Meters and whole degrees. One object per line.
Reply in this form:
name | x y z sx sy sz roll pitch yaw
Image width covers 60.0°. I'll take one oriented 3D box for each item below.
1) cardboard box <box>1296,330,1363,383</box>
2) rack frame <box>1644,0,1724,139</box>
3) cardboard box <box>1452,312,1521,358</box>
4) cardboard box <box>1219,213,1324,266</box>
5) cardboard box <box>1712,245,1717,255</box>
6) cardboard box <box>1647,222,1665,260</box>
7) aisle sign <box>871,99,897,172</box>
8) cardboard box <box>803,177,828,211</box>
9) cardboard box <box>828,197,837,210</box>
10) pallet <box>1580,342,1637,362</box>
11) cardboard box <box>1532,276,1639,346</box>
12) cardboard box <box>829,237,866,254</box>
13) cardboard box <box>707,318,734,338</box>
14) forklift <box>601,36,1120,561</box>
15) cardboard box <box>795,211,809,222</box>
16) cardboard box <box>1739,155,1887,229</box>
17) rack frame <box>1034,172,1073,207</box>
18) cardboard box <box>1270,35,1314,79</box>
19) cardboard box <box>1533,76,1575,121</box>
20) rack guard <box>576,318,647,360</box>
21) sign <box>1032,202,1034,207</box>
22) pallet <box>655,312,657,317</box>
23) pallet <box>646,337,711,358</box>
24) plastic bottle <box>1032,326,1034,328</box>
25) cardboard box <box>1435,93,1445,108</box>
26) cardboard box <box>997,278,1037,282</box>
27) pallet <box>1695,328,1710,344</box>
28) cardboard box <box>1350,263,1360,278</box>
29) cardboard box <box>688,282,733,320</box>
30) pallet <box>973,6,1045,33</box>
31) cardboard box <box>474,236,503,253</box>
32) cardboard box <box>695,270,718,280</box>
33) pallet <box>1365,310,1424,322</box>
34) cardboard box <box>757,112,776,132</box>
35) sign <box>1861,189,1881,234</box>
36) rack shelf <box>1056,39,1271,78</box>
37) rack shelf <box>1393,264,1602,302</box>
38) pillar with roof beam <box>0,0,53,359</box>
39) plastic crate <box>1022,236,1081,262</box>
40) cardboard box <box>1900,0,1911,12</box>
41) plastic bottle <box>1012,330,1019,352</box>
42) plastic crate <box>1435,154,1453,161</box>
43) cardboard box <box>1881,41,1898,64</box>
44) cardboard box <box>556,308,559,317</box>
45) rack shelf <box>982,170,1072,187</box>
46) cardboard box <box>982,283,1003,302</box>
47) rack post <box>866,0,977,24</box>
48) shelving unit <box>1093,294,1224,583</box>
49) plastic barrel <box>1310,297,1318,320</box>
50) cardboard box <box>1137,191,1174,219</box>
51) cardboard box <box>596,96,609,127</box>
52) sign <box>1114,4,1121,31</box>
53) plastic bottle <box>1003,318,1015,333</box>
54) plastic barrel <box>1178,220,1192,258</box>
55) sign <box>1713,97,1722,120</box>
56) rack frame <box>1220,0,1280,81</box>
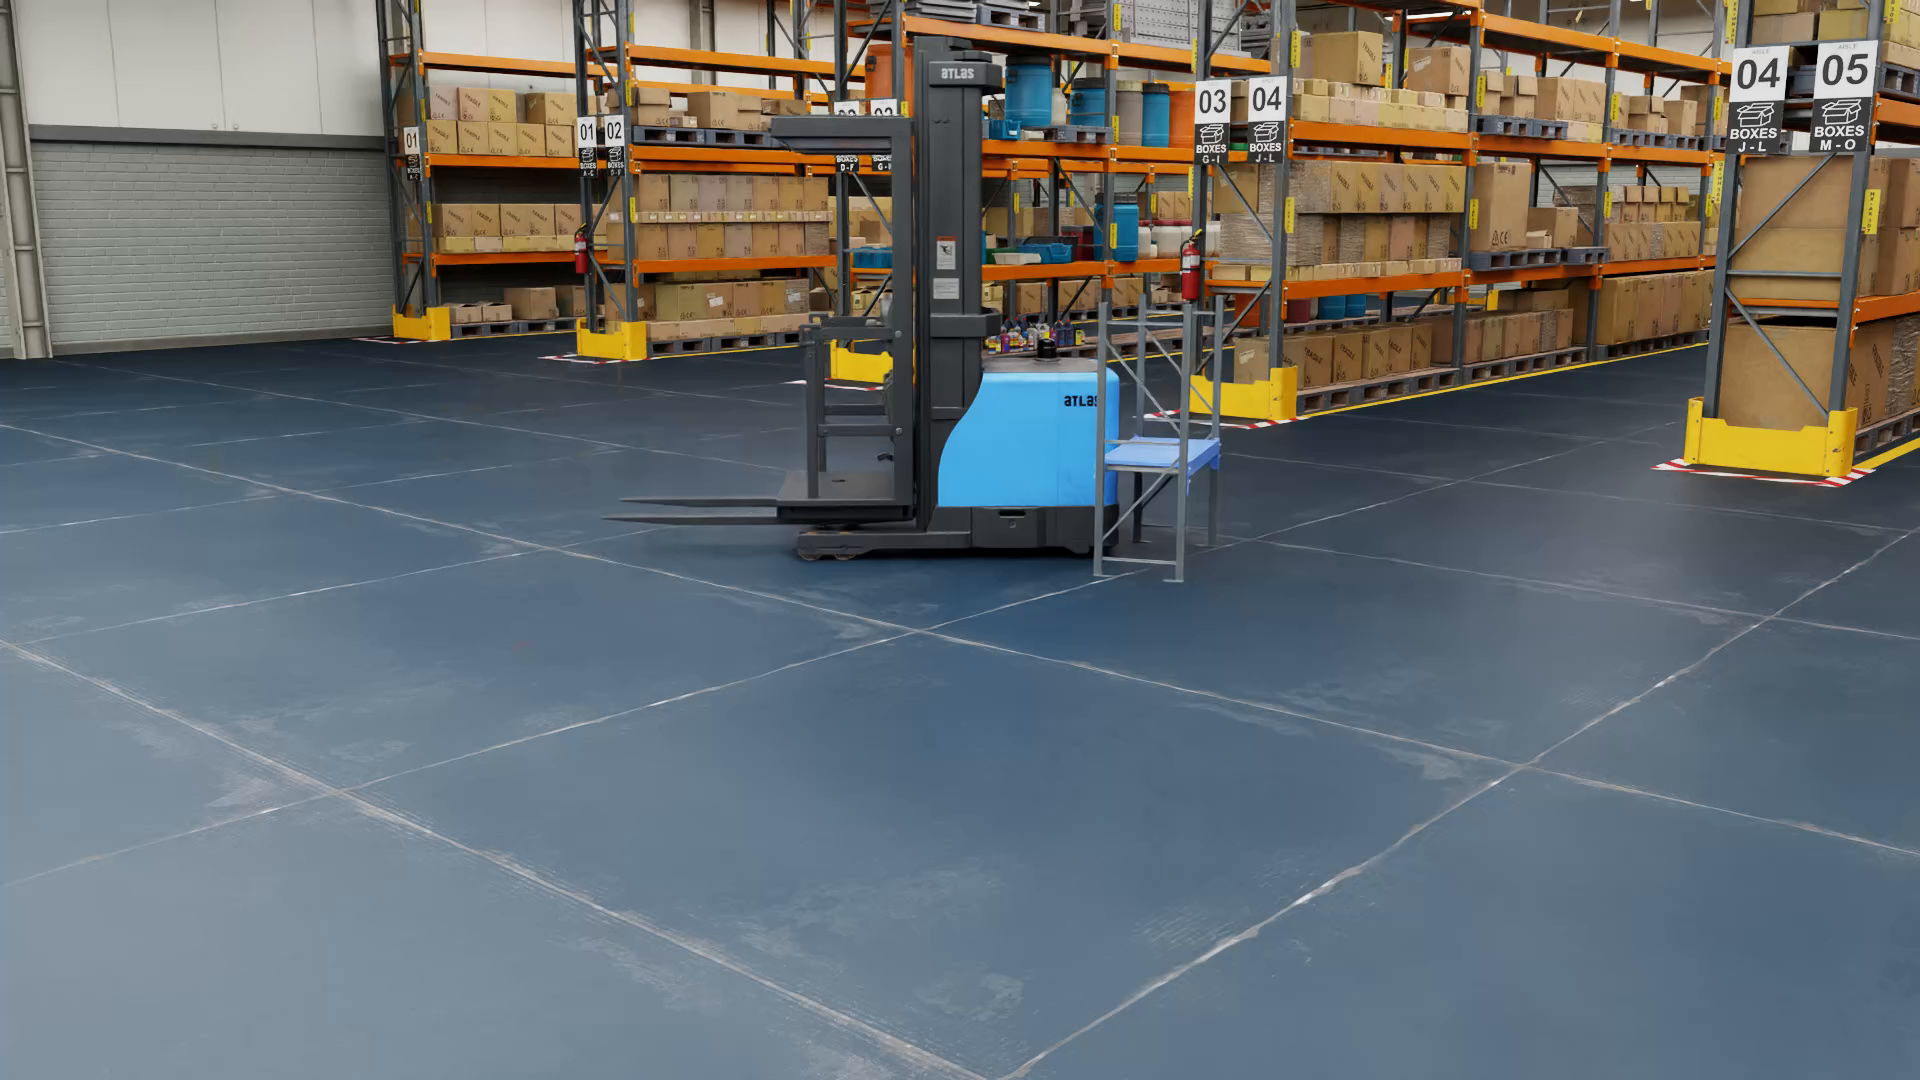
cardboard box | 3.909 -1.954 17.646 0.500 0.500 0.500 -10 15 -42
rack frame | 10.610 -7.409 24.333 1.000 3.000 0.127 10 15 40
cardboard box | 6.448 -2.518 20.419 0.700 0.500 0.500 8 14 36
cardboard box | 3.072 -2.974 16.430 0.875 0.500 0.500 10 15 40
cardboard box | 11.228 -4.384 25.141 0.380 0.149 0.250 9 14 38
cardboard box | 9.500 -4.190 23.274 0.500 0.500 0.500 10 15 41
aisle sign | -0.860 -4.569 18.790 0.394 0.787 0.004 10 15 40
cardboard box | -2.398 -5.191 24.975 0.700 0.500 0.500 10 15 41
cardboard box | -2.681 -6.410 31.668 0.500 0.250 0.500 10 15 42
pallet | 8.546 -2.618 22.779 1.003 0.211 1.213 10 15 40
cardboard box | 8.440 -3.142 22.636 1.225 0.875 0.875 9 14 38
cardboard box | -1.818 -4.576 25.849 0.500 0.250 0.500 11 16 44
cardboard box | -3.572 -3.039 23.715 0.500 0.250 0.500 10 15 40
forklift | -0.597 -1.423 9.852 3.031 2.935 1.130 0 11 -2
cardboard box | -2.464 -4.796 24.655 0.380 0.149 0.250 9 15 39
cardboard box | 6.621 -2.699 12.924 0.875 0.550 0.550 10 15 40
rack frame | 2.088 -6.977 37.486 1.000 3.000 0.127 10 15 40
cardboard box | 3.521 -4.874 17.005 0.500 0.500 0.500 10 15 40
cardboard box | 7.173 -5.394 20.369 0.500 0.500 0.500 10 15 41
rack guard | -4.766 -2.754 22.724 1.175 0.500 0.348 10 15 40
sign | 1.675 -7.513 37.758 0.100 0.325 0.005 10 15 40
pallet | -5.321 -3.959 29.495 1.003 0.211 1.213 10 15 40
pallet | -4.277 -2.734 23.360 1.003 0.211 1.213 10 15 40
plastic bottle | 0.966 -2.616 21.464 0.061 0.283 0.133 10 15 40
cardboard box | 4.986 -4.723 17.905 0.380 0.149 0.250 9 14 38
cardboard box | 1.005 -4.695 29.403 0.500 0.250 0.500 11 15 42
pallet | 11.170 -3.202 25.703 1.003 0.211 1.213 10 15 40
cardboard box | 3.876 -2.775 17.087 0.380 0.149 0.250 10 15 40
cardboard box | -3.580 -3.408 23.649 0.500 0.500 0.500 10 15 40
pallet | 0.280 -6.279 20.176 1.003 0.211 1.213 10 15 40
cardboard box | -7.581 -4.669 26.259 0.500 0.250 0.500 9 15 39
cardboard box | -4.732 -4.822 30.041 0.500 0.250 0.500 9 15 39
pallet | 7.345 -3.854 28.967 1.003 0.211 1.213 10 15 40
cardboard box | -2.997 -6.154 24.505 0.500 0.311 0.500 9 14 37
sign | 6.760 -2.437 12.340 0.100 0.325 0.005 10 15 40
rack shelf | 2.928 -6.618 23.229 1.077 0.370 4.000 10 15 40
rack shelf | 6.649 -3.232 20.572 1.077 0.370 4.000 10 15 40
pillar with roof beam | -9.389 -6.341 18.982 9.100 9.000 0.400 10 15 40
plastic crate | 1.167 -3.840 21.937 0.767 0.338 0.504 10 15 40
cardboard box | 6.973 -4.084 12.622 0.380 0.149 0.250 10 15 41
plastic bottle | 0.691 -2.512 20.972 0.097 0.271 0.097 0 11 0
plastic crate | 8.352 -6.702 29.123 0.437 0.136 0.530 10 15 40
cardboard box | 6.815 -3.658 12.521 0.380 0.149 0.250 10 15 41
cardboard box | -6.904 -3.797 27.718 0.380 0.149 0.250 8 14 36
rack shelf | 0.767 -7.801 35.790 1.077 0.370 4.000 10 15 40
cardboard box | 0.370 -4.184 28.018 0.500 0.311 0.500 10 15 42
rack post | -0.438 -6.134 19.223 0.954 0.300 0.937 -10 15 -41
shelving unit | 1.141 -0.614 9.455 0.538 1.500 1.048 4 12 18
plastic barrel | 5.610 -3.840 27.060 0.421 0.512 0.421 0 11 0
cardboard box | 3.693 -6.321 31.393 0.500 0.500 0.500 10 15 42
cardboard box | -5.961 -7.123 27.699 0.500 0.500 0.500 8 14 36
sign | 2.014 -6.698 21.303 0.100 0.325 0.005 10 15 40
plastic bottle | 0.639 -2.755 21.985 0.144 0.351 0.185 9 14 38
plastic barrel | 3.174 -4.282 23.643 0.433 0.535 0.433 0 11 0
sign | 11.024 -6.278 24.201 0.100 0.325 0.005 10 15 40
rack frame | 4.249 -7.461 24.593 1.000 3.000 0.127 10 15 40
